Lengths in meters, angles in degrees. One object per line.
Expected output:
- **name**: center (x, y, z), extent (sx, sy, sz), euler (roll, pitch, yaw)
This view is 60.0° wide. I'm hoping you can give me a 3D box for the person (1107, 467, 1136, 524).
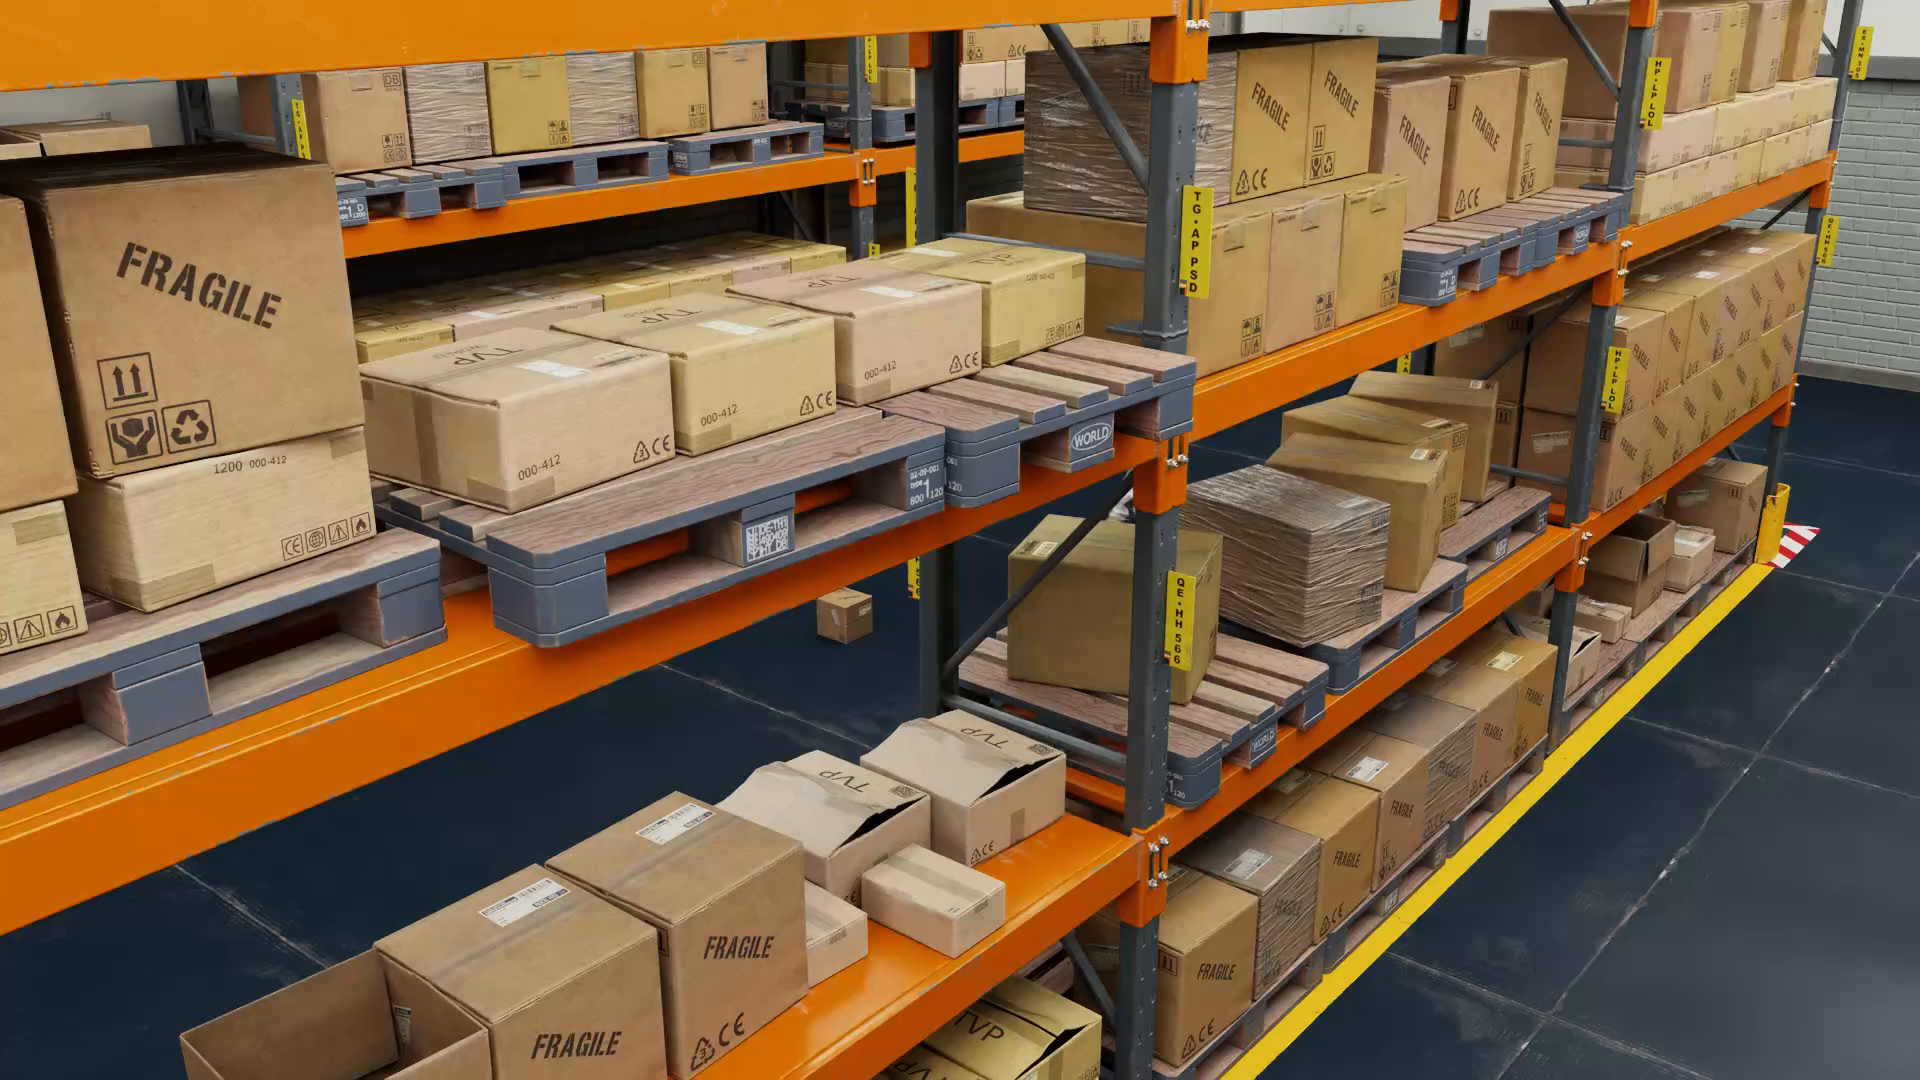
- **person**: center (1.281, -0.902, 12.013), extent (0.528, 1.748, 0.985), euler (14, 24, 33)
